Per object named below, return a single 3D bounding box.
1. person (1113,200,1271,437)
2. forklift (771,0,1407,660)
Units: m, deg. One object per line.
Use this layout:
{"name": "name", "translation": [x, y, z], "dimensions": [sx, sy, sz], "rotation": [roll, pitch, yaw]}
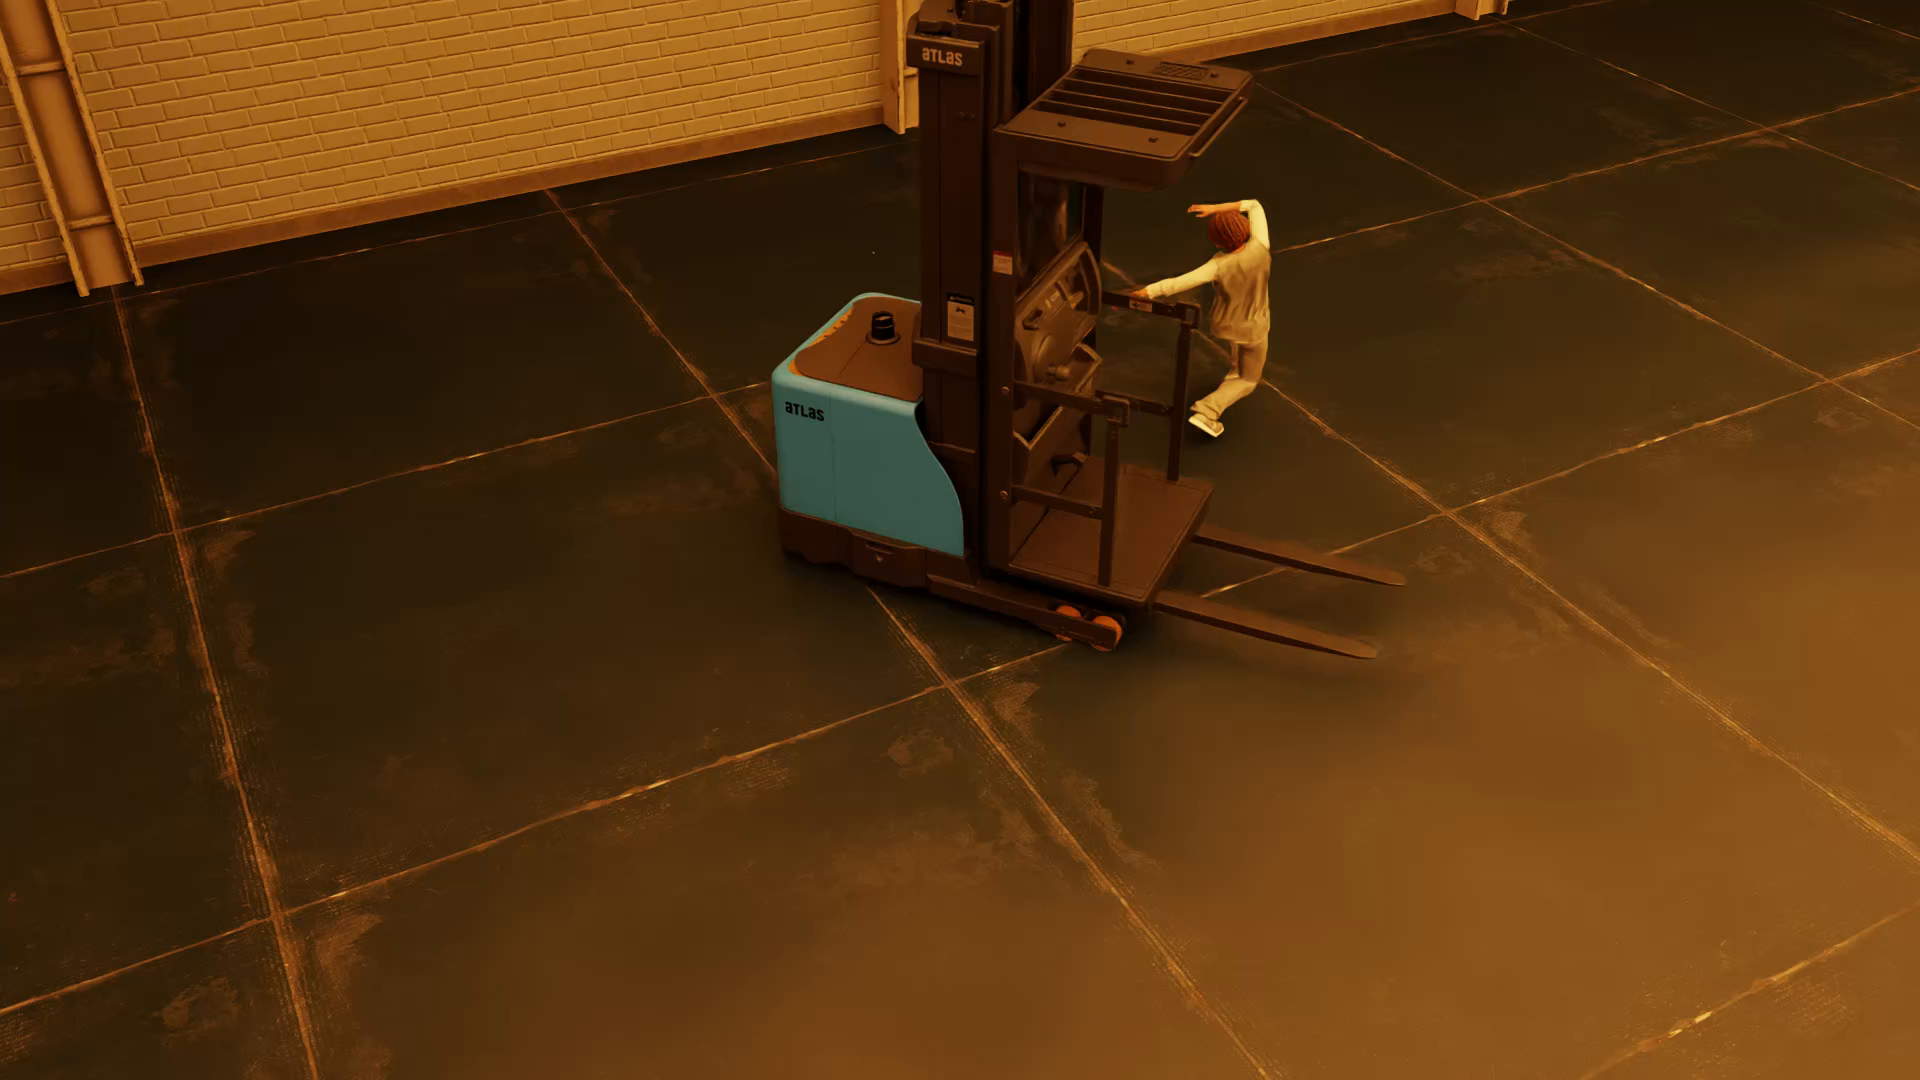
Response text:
{"name": "person", "translation": [1.331, -1.313, 9.383], "dimensions": [0.843, 1.308, 0.859], "rotation": [10, 36, 13]}
{"name": "forklift", "translation": [0.639, -1.019, 7.564], "dimensions": [3.031, 2.935, 1.130], "rotation": [15, 38, 20]}
